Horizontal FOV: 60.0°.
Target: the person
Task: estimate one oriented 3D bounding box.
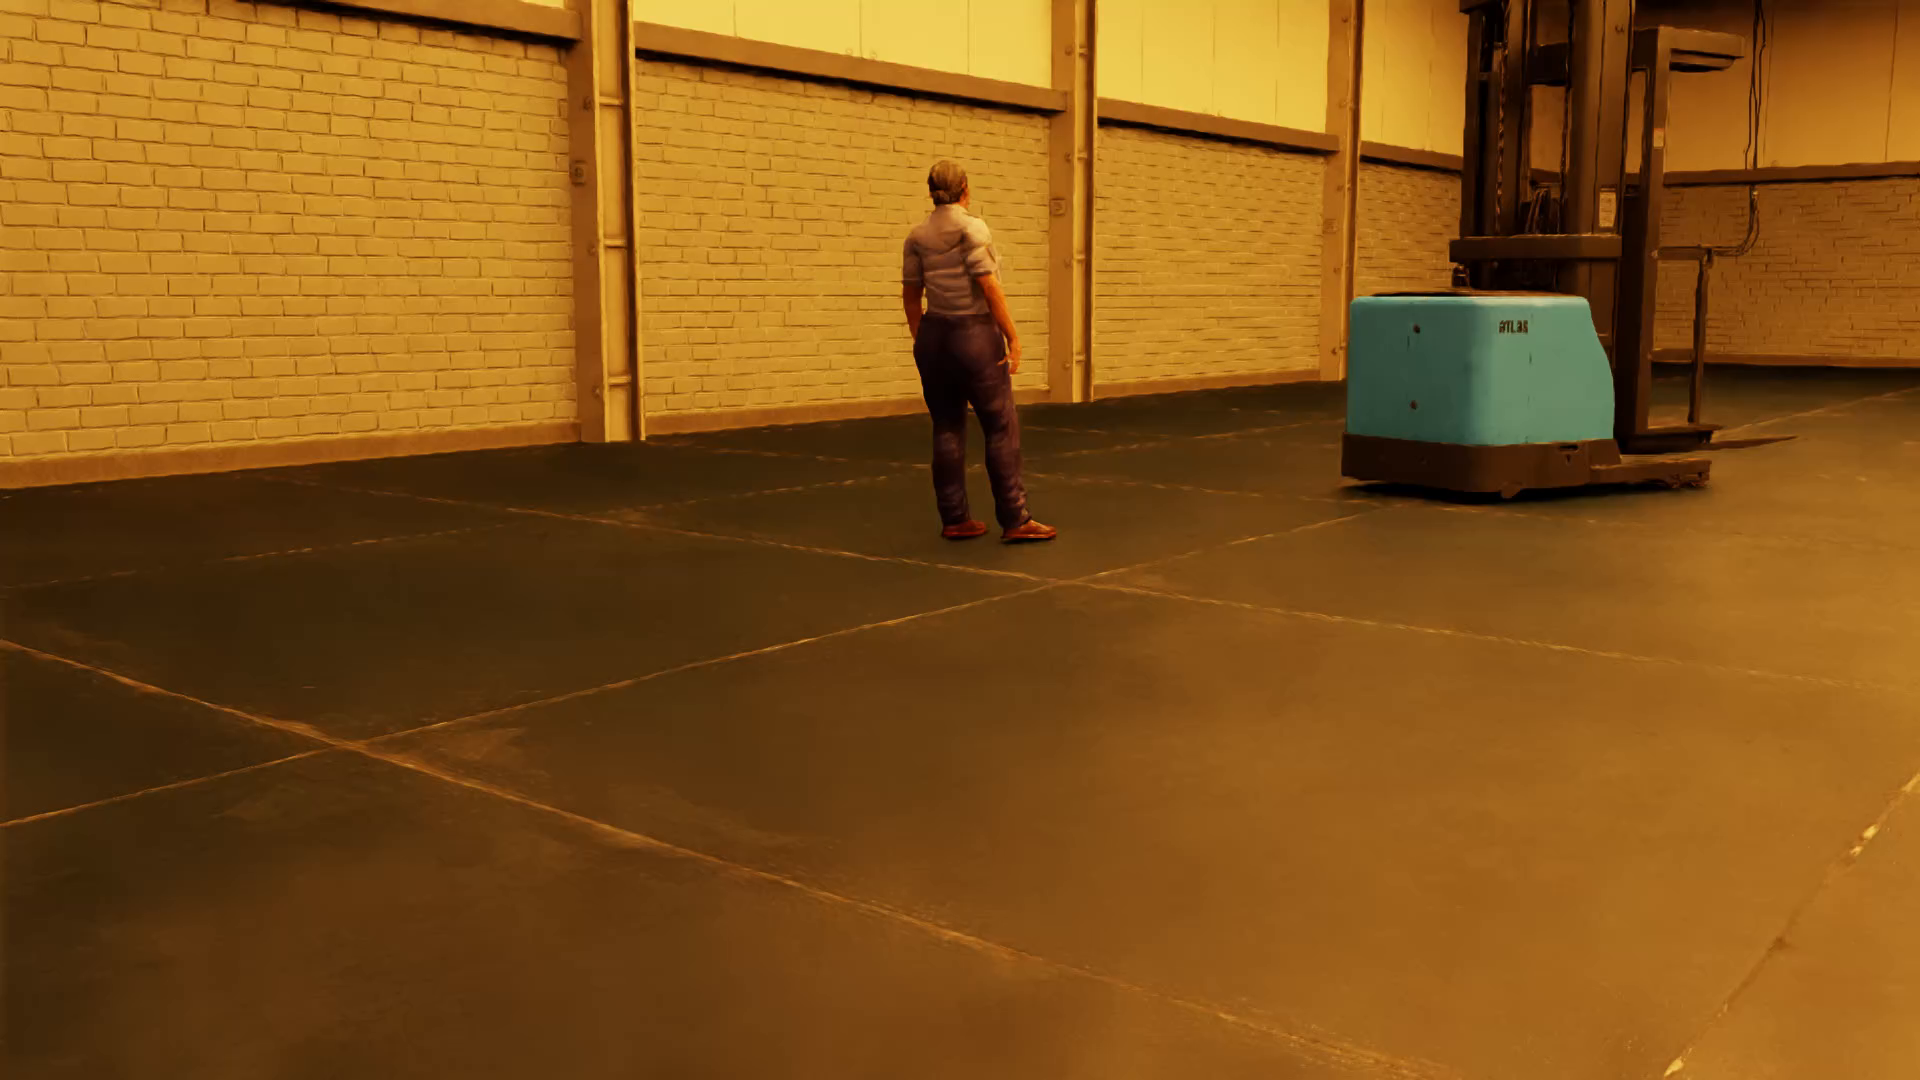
[{"bbox_3d":[0.074,-0.825,7.340,0.599,1.640,0.502,7,11,38],"label":"person"}]

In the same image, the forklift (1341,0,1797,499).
[{"bbox_3d":[3.687,-1.798,9.569,3.031,2.935,1.130,-5,10,-31],"label":"forklift"}]
